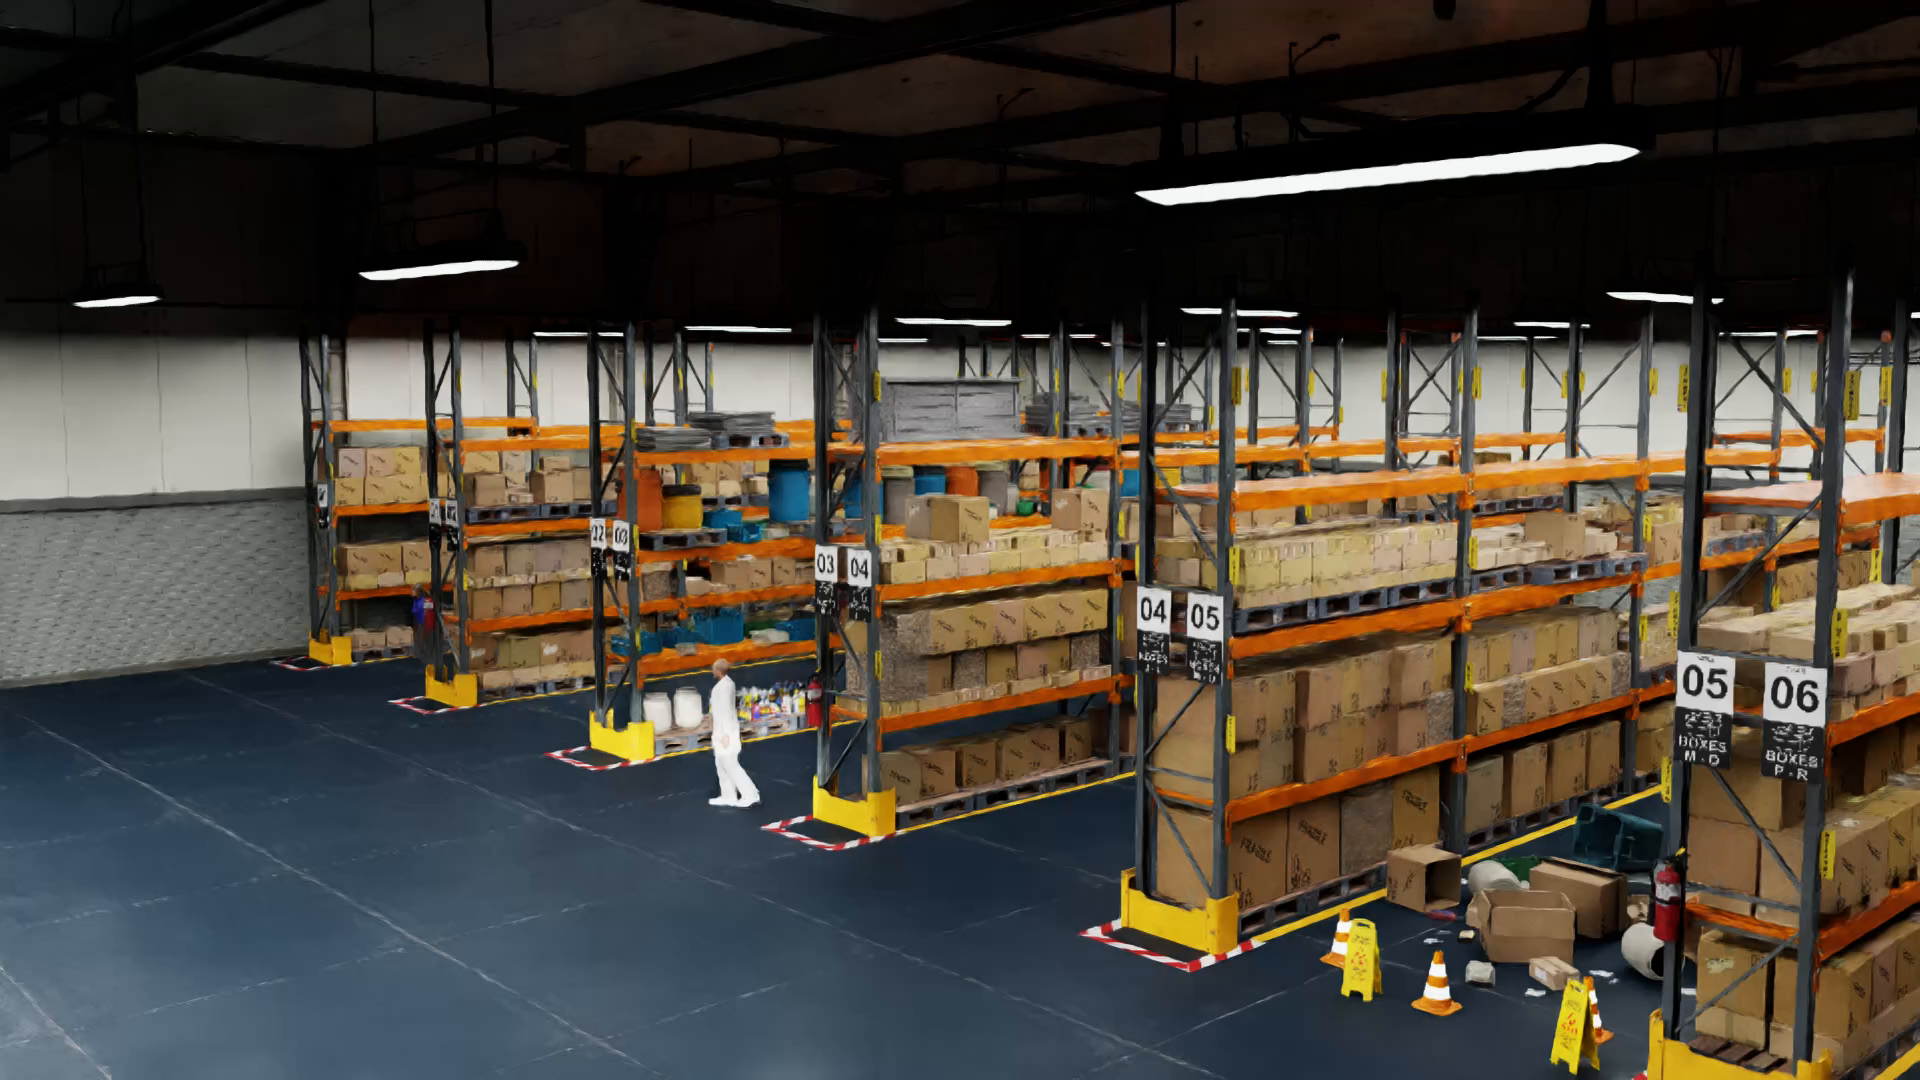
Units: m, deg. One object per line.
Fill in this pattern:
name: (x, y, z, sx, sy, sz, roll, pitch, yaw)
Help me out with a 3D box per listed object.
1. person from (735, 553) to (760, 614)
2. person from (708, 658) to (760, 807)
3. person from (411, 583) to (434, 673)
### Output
person: (-4.410, 0.866, 34.037, 0.538, 1.715, 1.026, 5, 7, 39)
person: (-2.699, 2.293, 19.805, 0.621, 1.770, 0.620, -1, 6, -6)
person: (-9.089, 1.518, 28.310, 0.515, 1.603, 0.593, -6, 8, -45)
